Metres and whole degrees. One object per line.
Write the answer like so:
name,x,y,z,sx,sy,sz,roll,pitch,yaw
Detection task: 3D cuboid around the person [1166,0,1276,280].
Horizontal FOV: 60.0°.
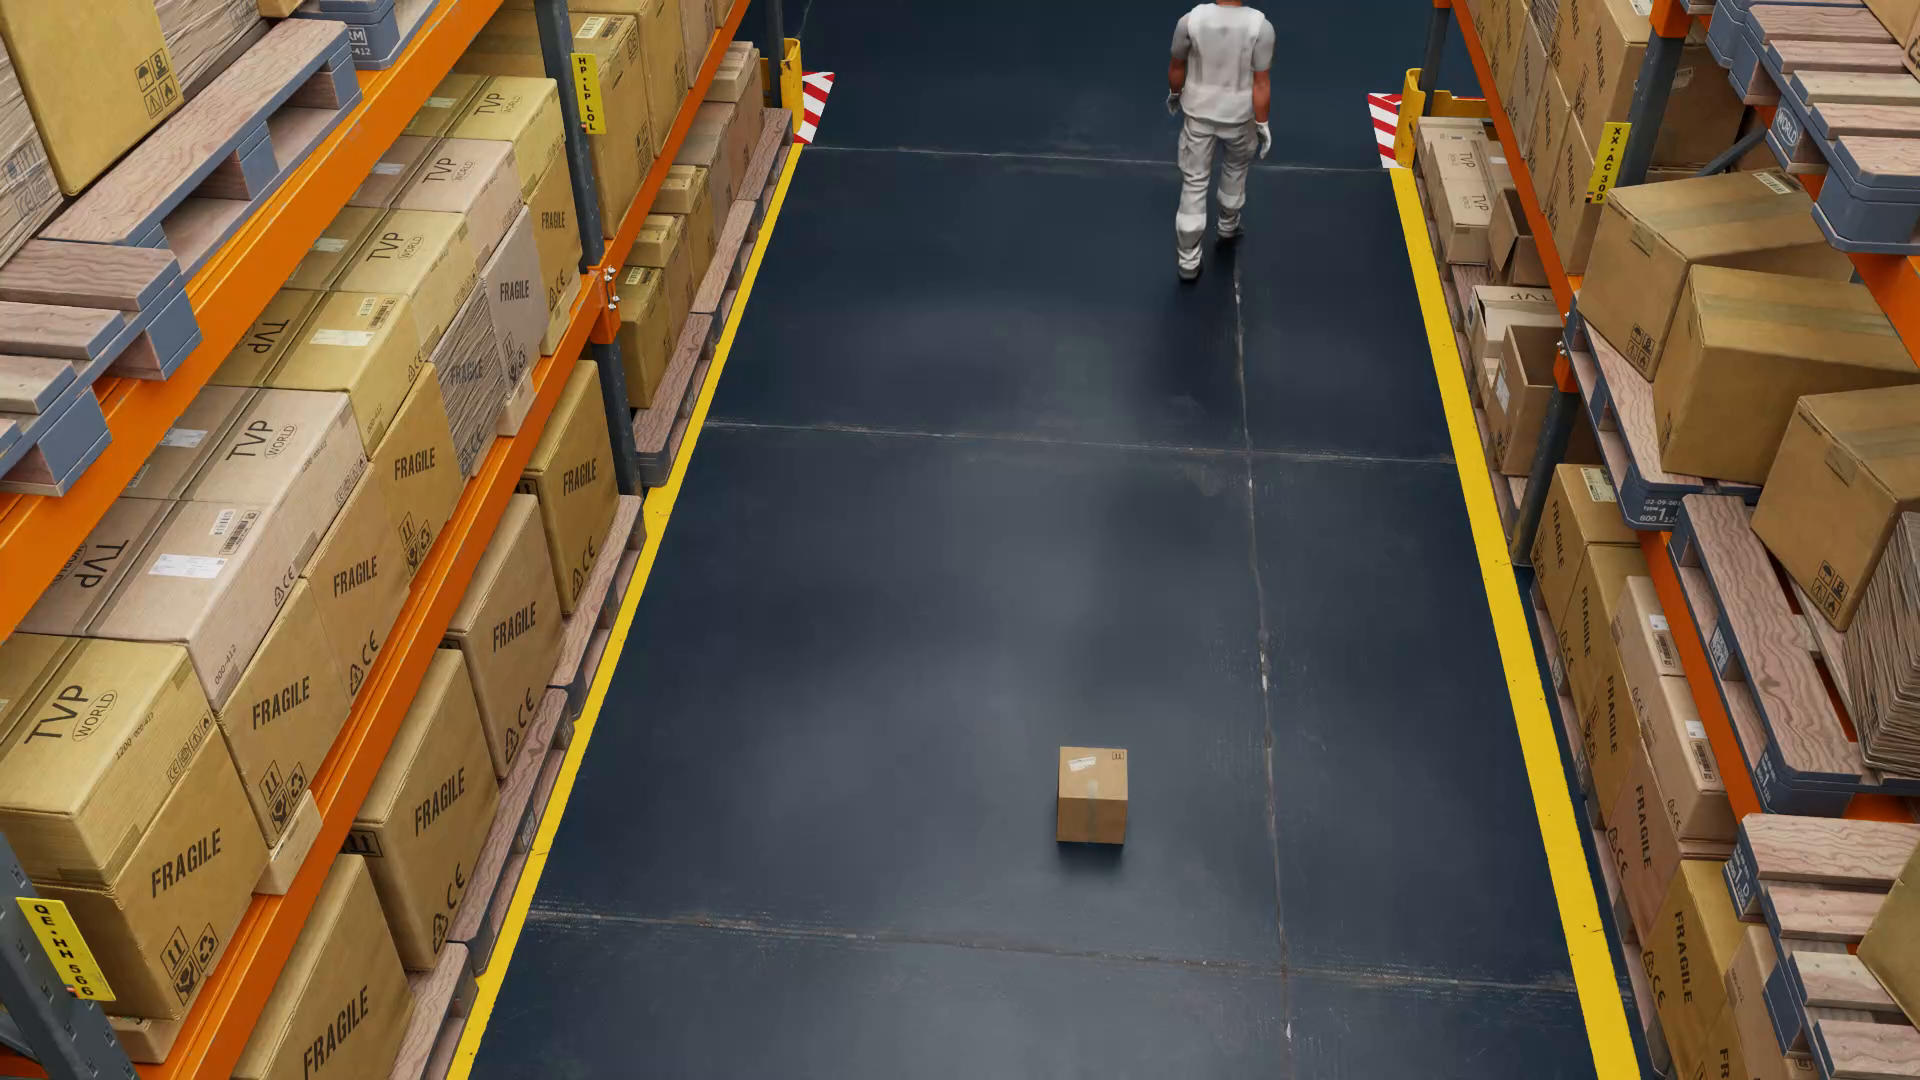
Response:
person,1.399,-2.318,8.932,0.594,1.809,0.773,8,40,10
